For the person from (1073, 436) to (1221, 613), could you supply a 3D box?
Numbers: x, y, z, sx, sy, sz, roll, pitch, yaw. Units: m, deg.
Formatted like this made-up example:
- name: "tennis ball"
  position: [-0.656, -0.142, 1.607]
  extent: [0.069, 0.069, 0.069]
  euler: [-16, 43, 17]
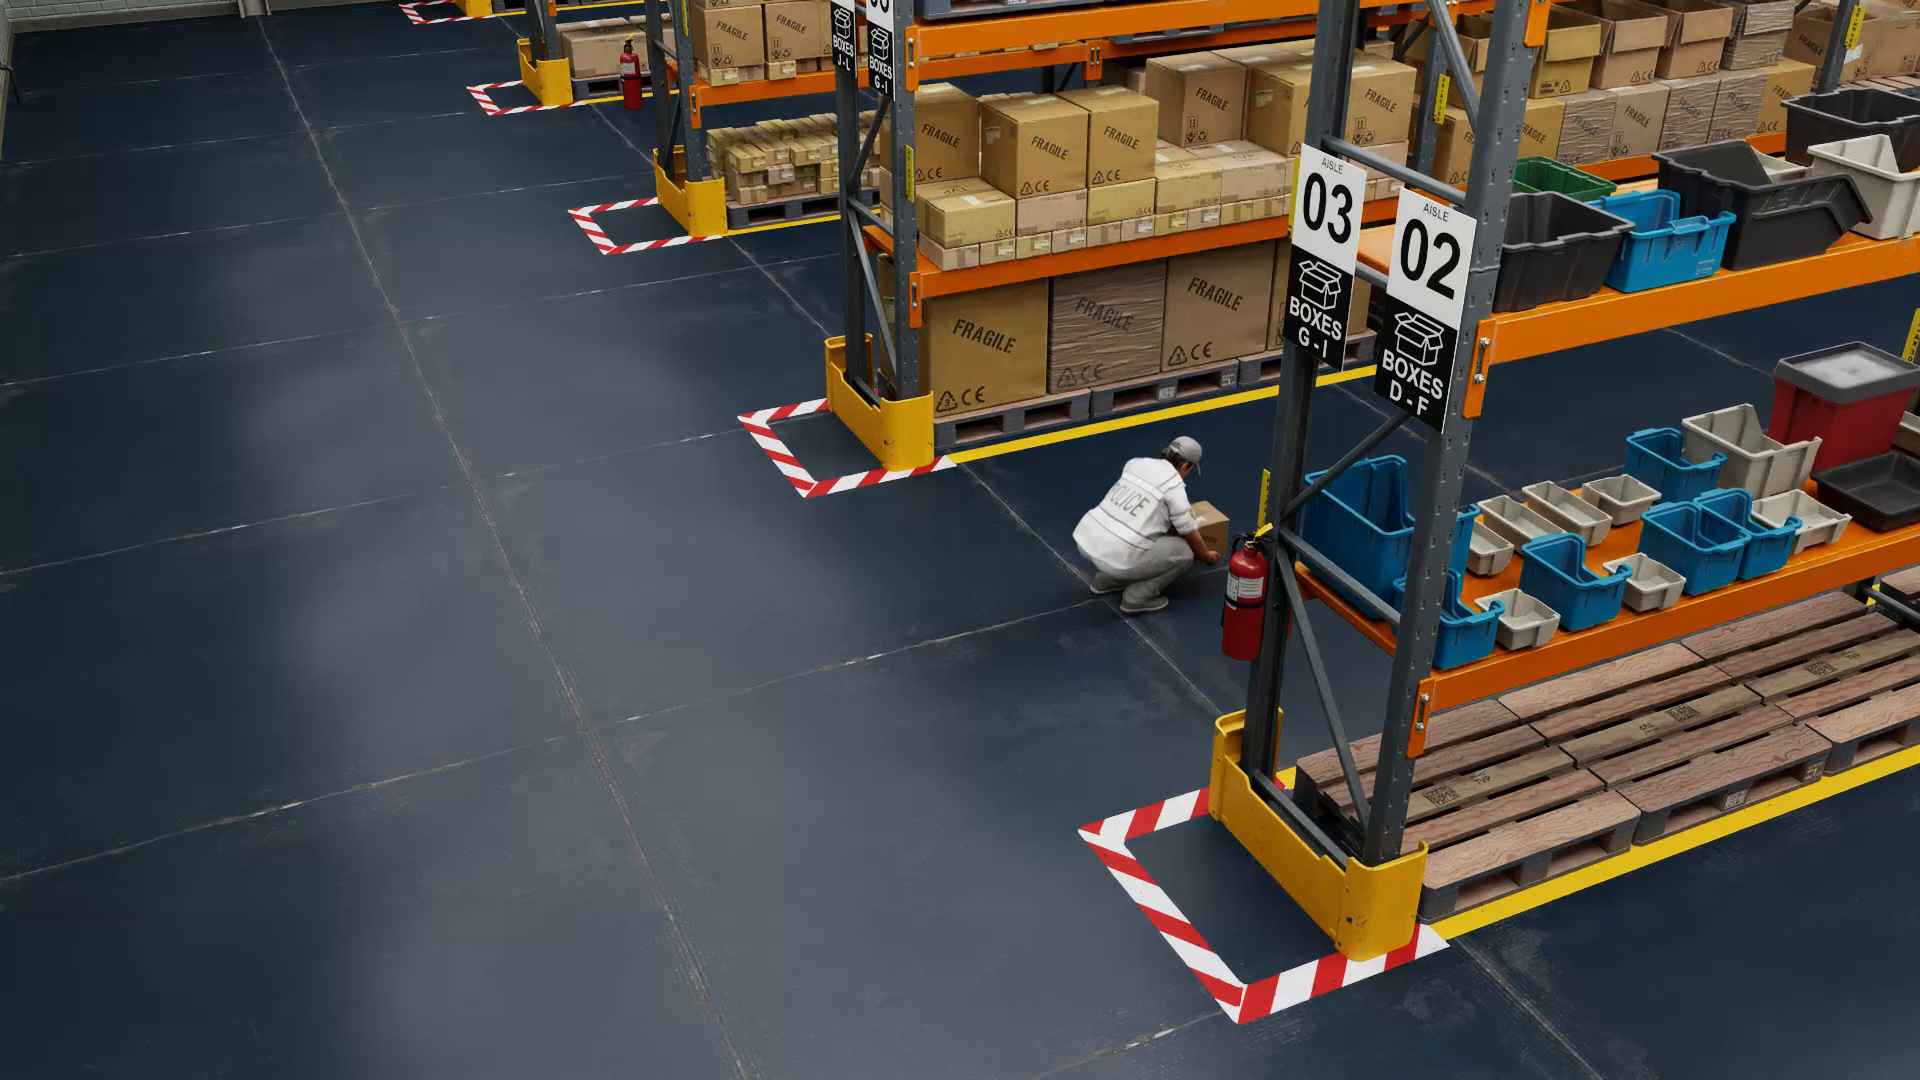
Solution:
- name: "person"
  position: [1.050, -0.088, 9.348]
  extent: [0.841, 0.939, 0.529]
  euler: [-13, 32, -22]
